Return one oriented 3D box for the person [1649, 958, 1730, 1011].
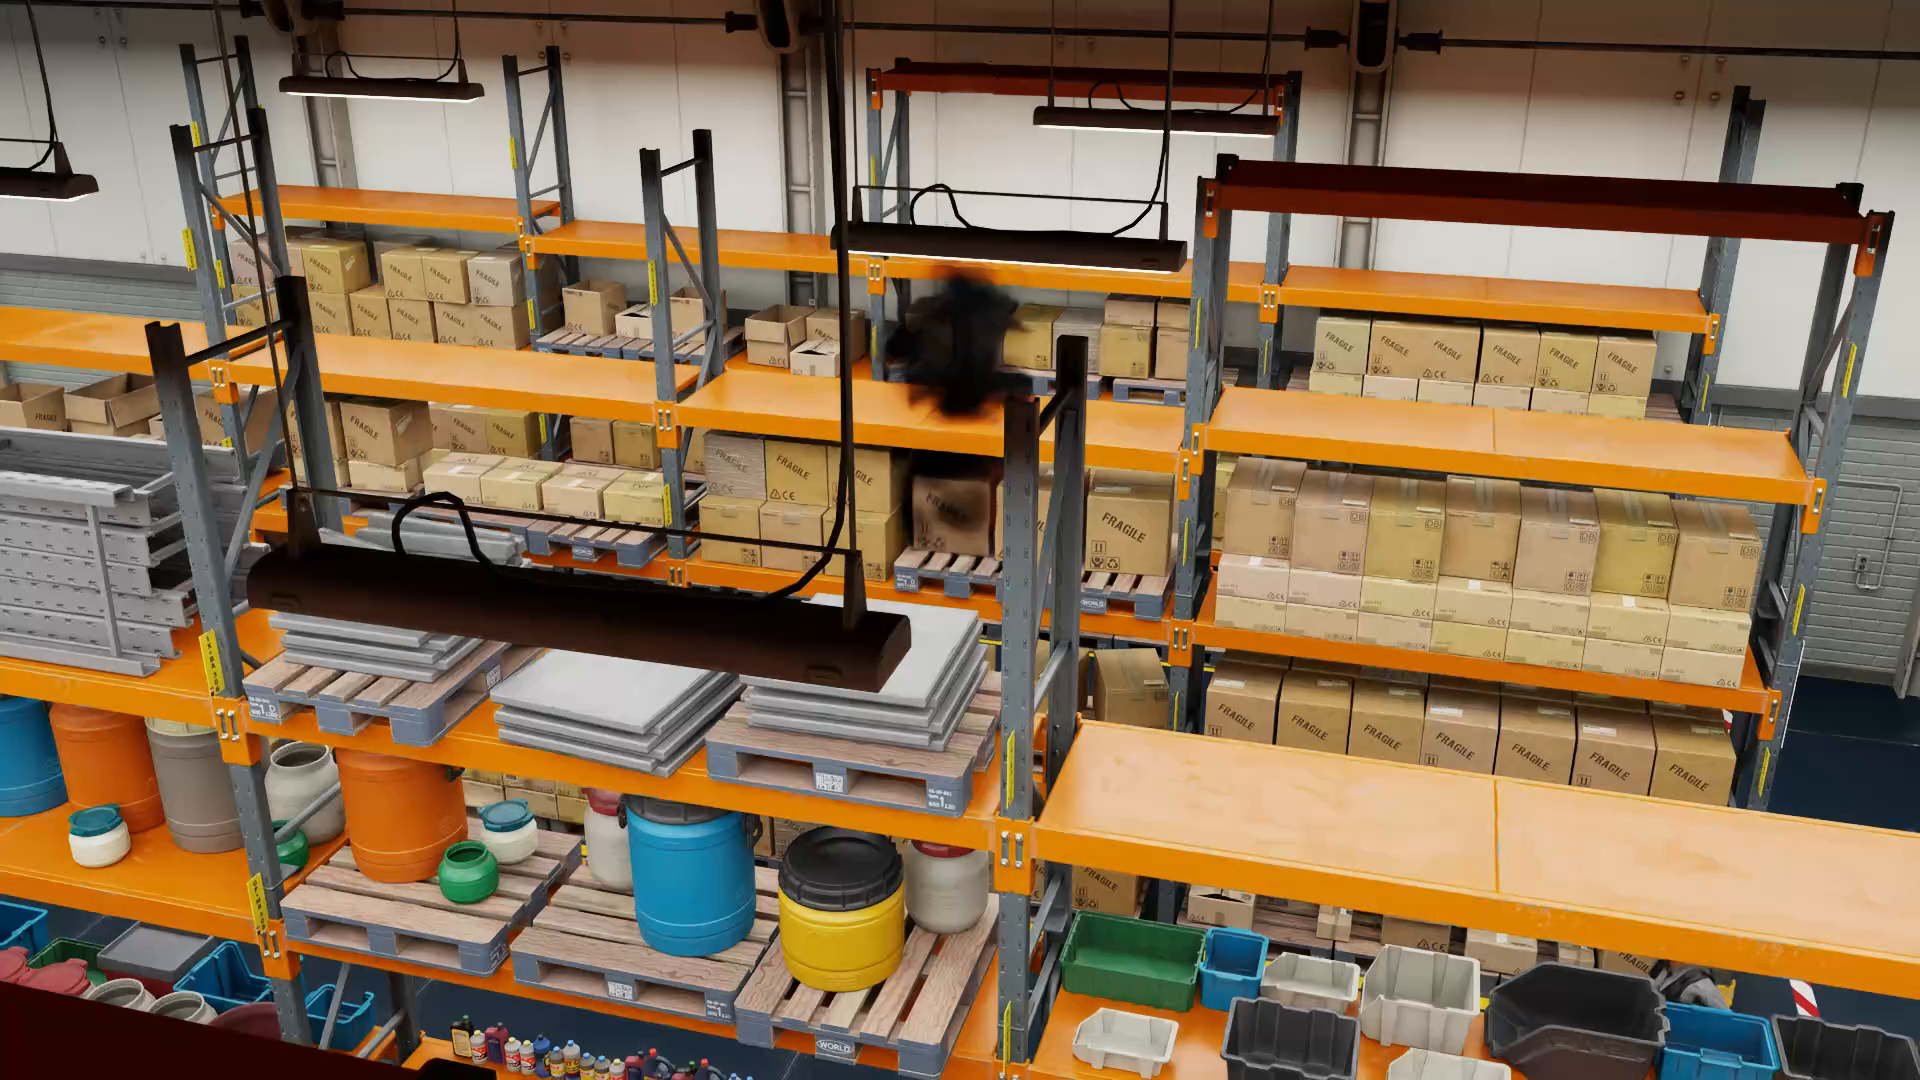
[{"bbox_3d":[4.602,3.252,10.765,0.874,1.691,0.671,-2,23,-5],"label":"person"}]
